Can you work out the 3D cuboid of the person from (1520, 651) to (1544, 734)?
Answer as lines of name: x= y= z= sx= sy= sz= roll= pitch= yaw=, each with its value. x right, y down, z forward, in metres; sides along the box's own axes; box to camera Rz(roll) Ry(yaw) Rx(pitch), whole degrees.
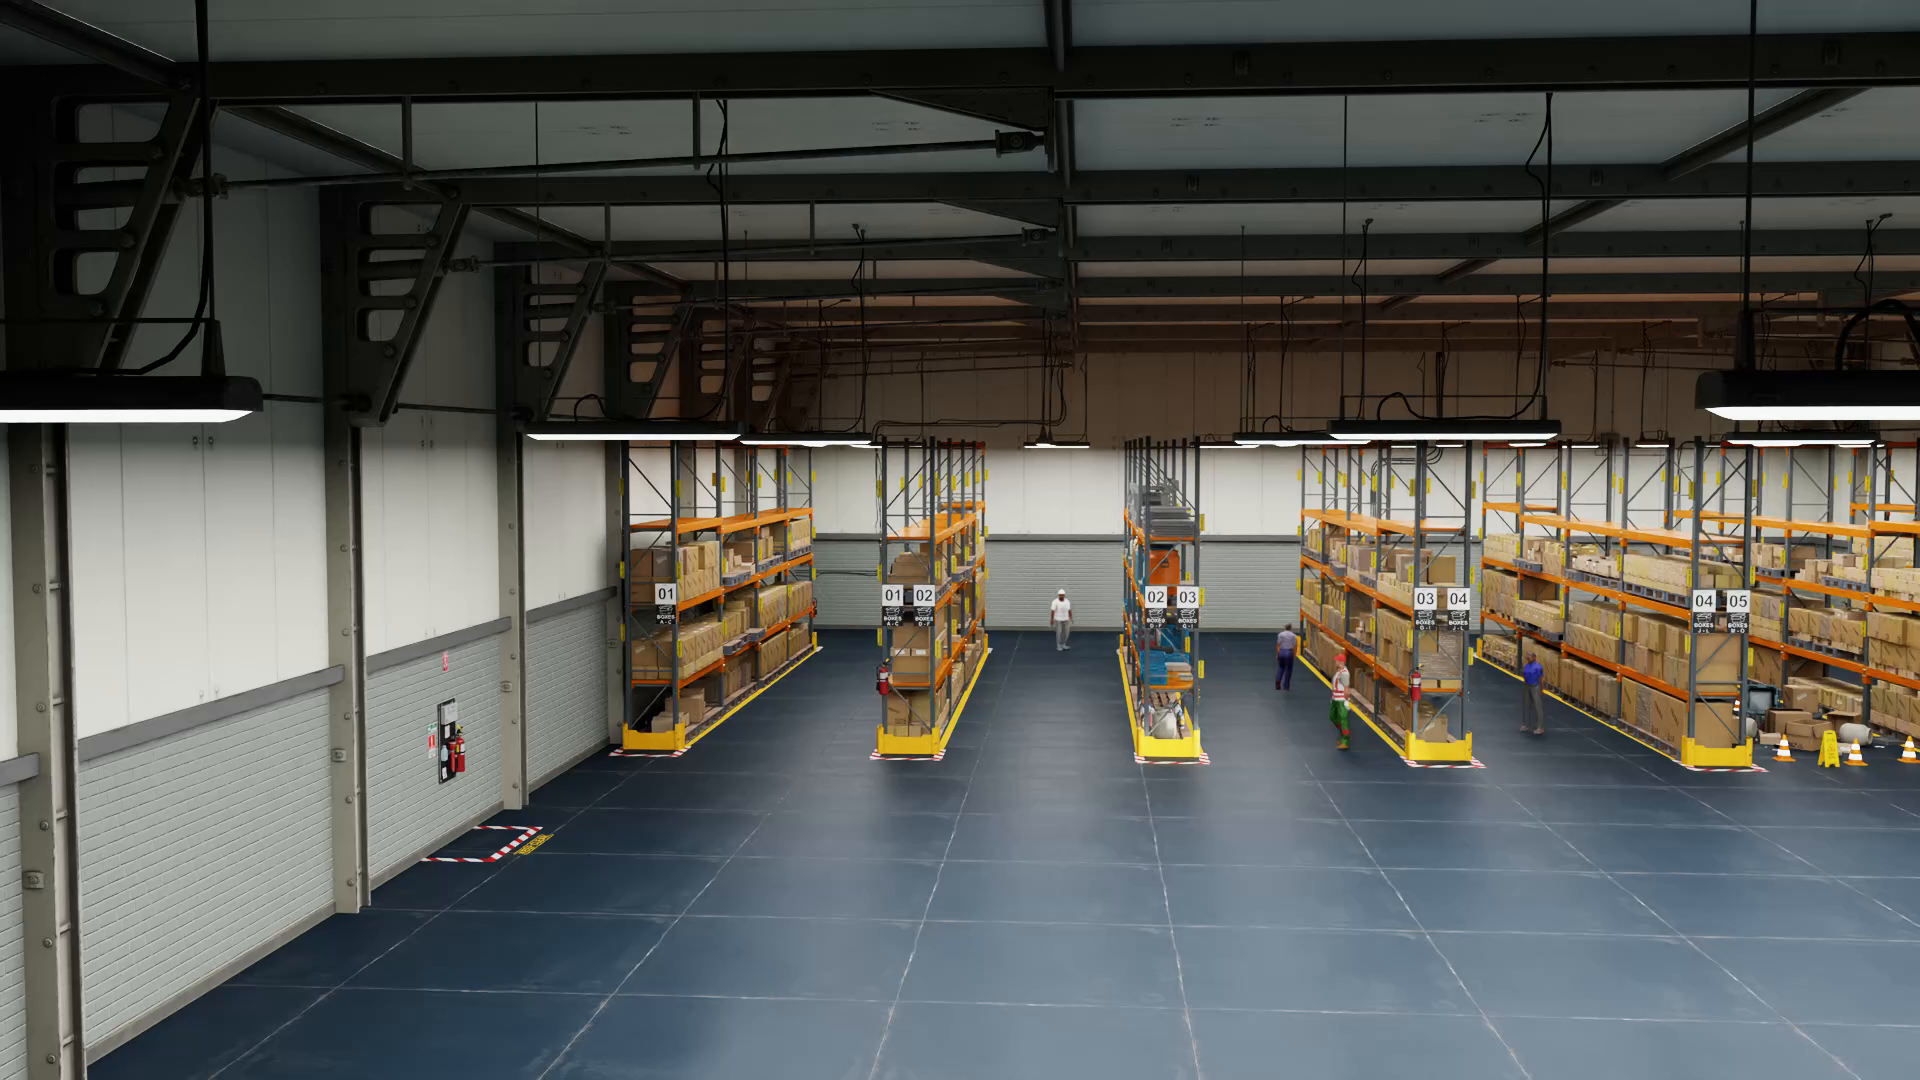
person: x=11.661 y=3.085 z=33.878 sx=0.365 sy=1.655 sz=0.547 roll=-1 pitch=3 yaw=-26

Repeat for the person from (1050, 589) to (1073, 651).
person: x=2.917 y=2.294 z=47.792 sx=0.689 sy=1.775 sz=0.421 roll=-1 pitch=3 yaw=-21

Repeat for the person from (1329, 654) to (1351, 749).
person: x=7.370 y=3.096 z=32.036 sx=0.410 sy=1.794 sz=0.599 roll=0 pitch=3 yaw=0

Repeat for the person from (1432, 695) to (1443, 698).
person: x=11.078 y=2.826 z=38.590 sx=0.503 sy=1.693 sz=0.563 roll=2 pitch=3 yaw=28

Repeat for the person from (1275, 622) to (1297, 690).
person: x=7.775 y=2.771 z=39.616 sx=0.481 sy=1.639 sz=0.476 roll=2 pitch=4 yaw=39
